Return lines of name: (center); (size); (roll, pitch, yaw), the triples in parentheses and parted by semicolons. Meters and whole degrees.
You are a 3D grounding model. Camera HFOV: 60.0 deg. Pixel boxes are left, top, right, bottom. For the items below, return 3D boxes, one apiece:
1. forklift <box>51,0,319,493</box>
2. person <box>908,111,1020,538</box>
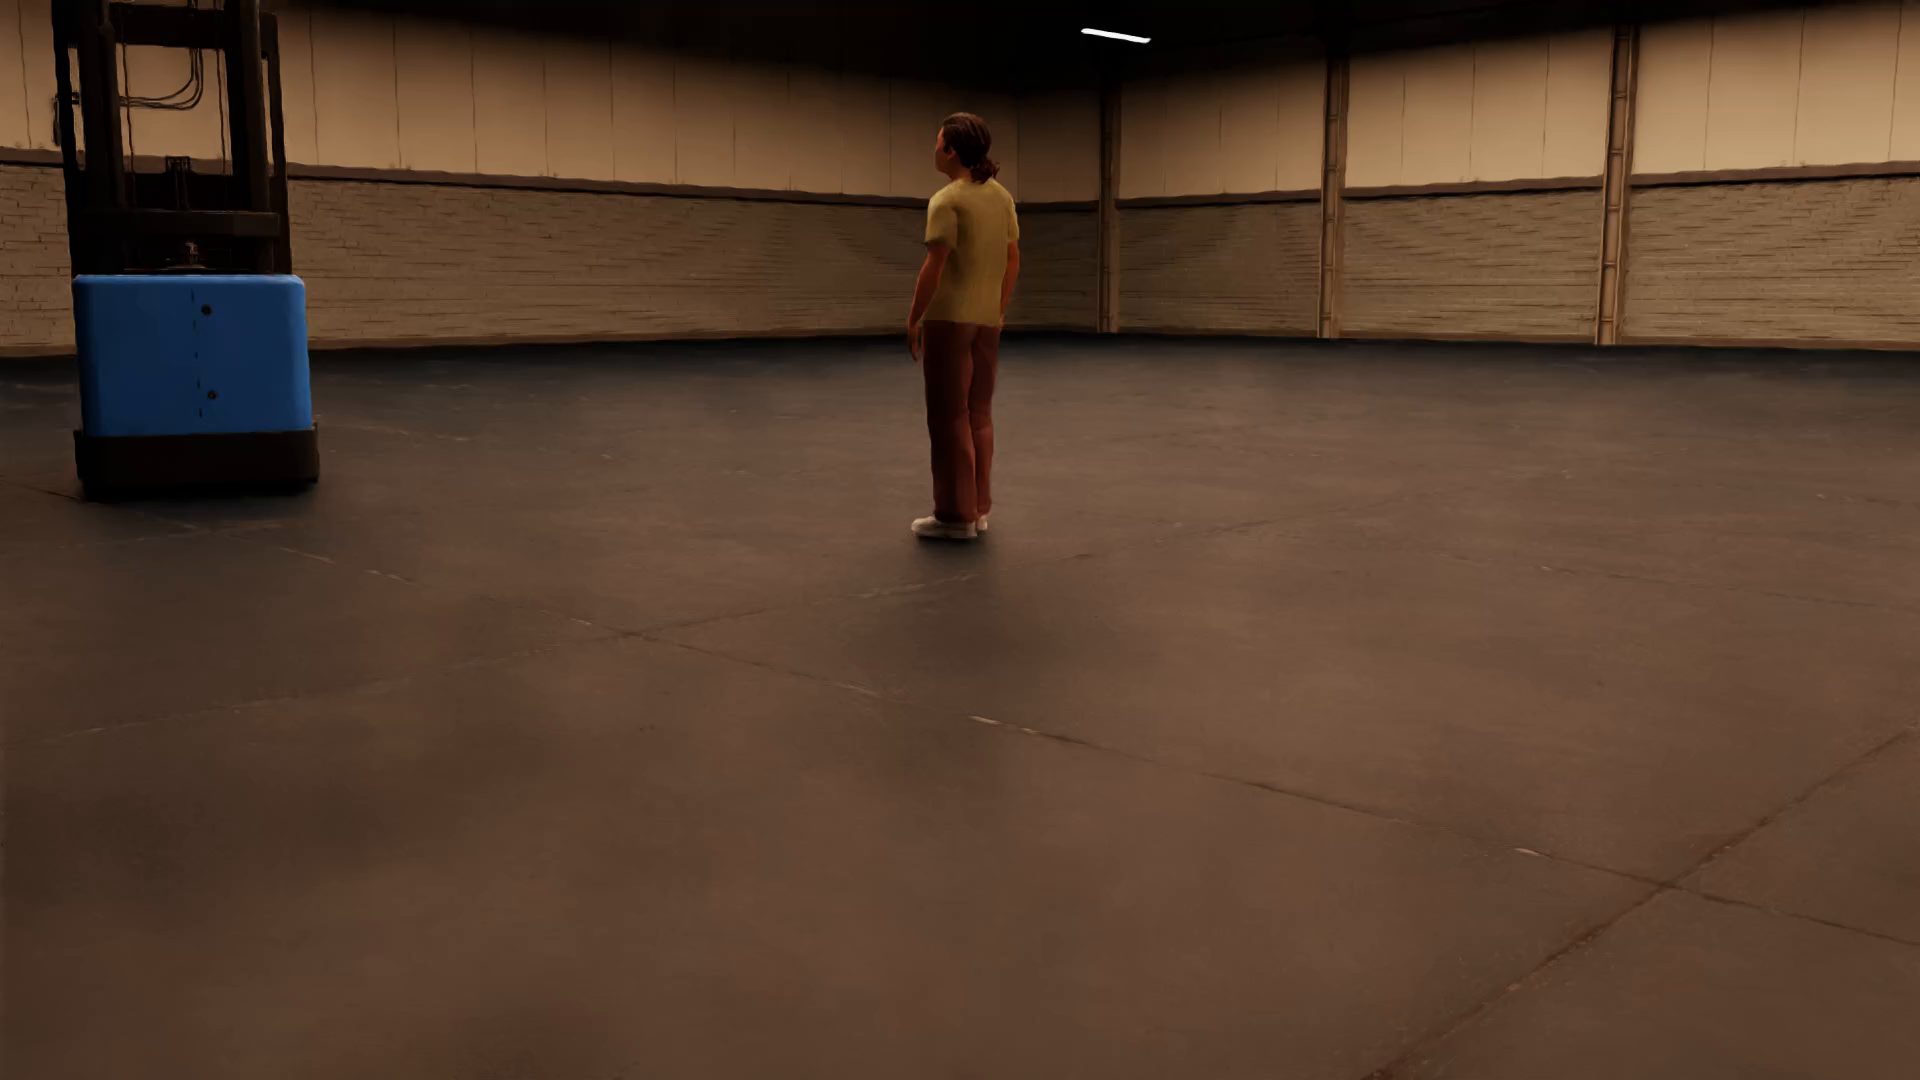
forklift: (-4.330, -1.858, 9.216); (1.130, 2.935, 3.031); (-4, 10, -26)
person: (-0.046, -0.845, 6.650); (0.548, 1.674, 0.554); (8, 12, 43)
